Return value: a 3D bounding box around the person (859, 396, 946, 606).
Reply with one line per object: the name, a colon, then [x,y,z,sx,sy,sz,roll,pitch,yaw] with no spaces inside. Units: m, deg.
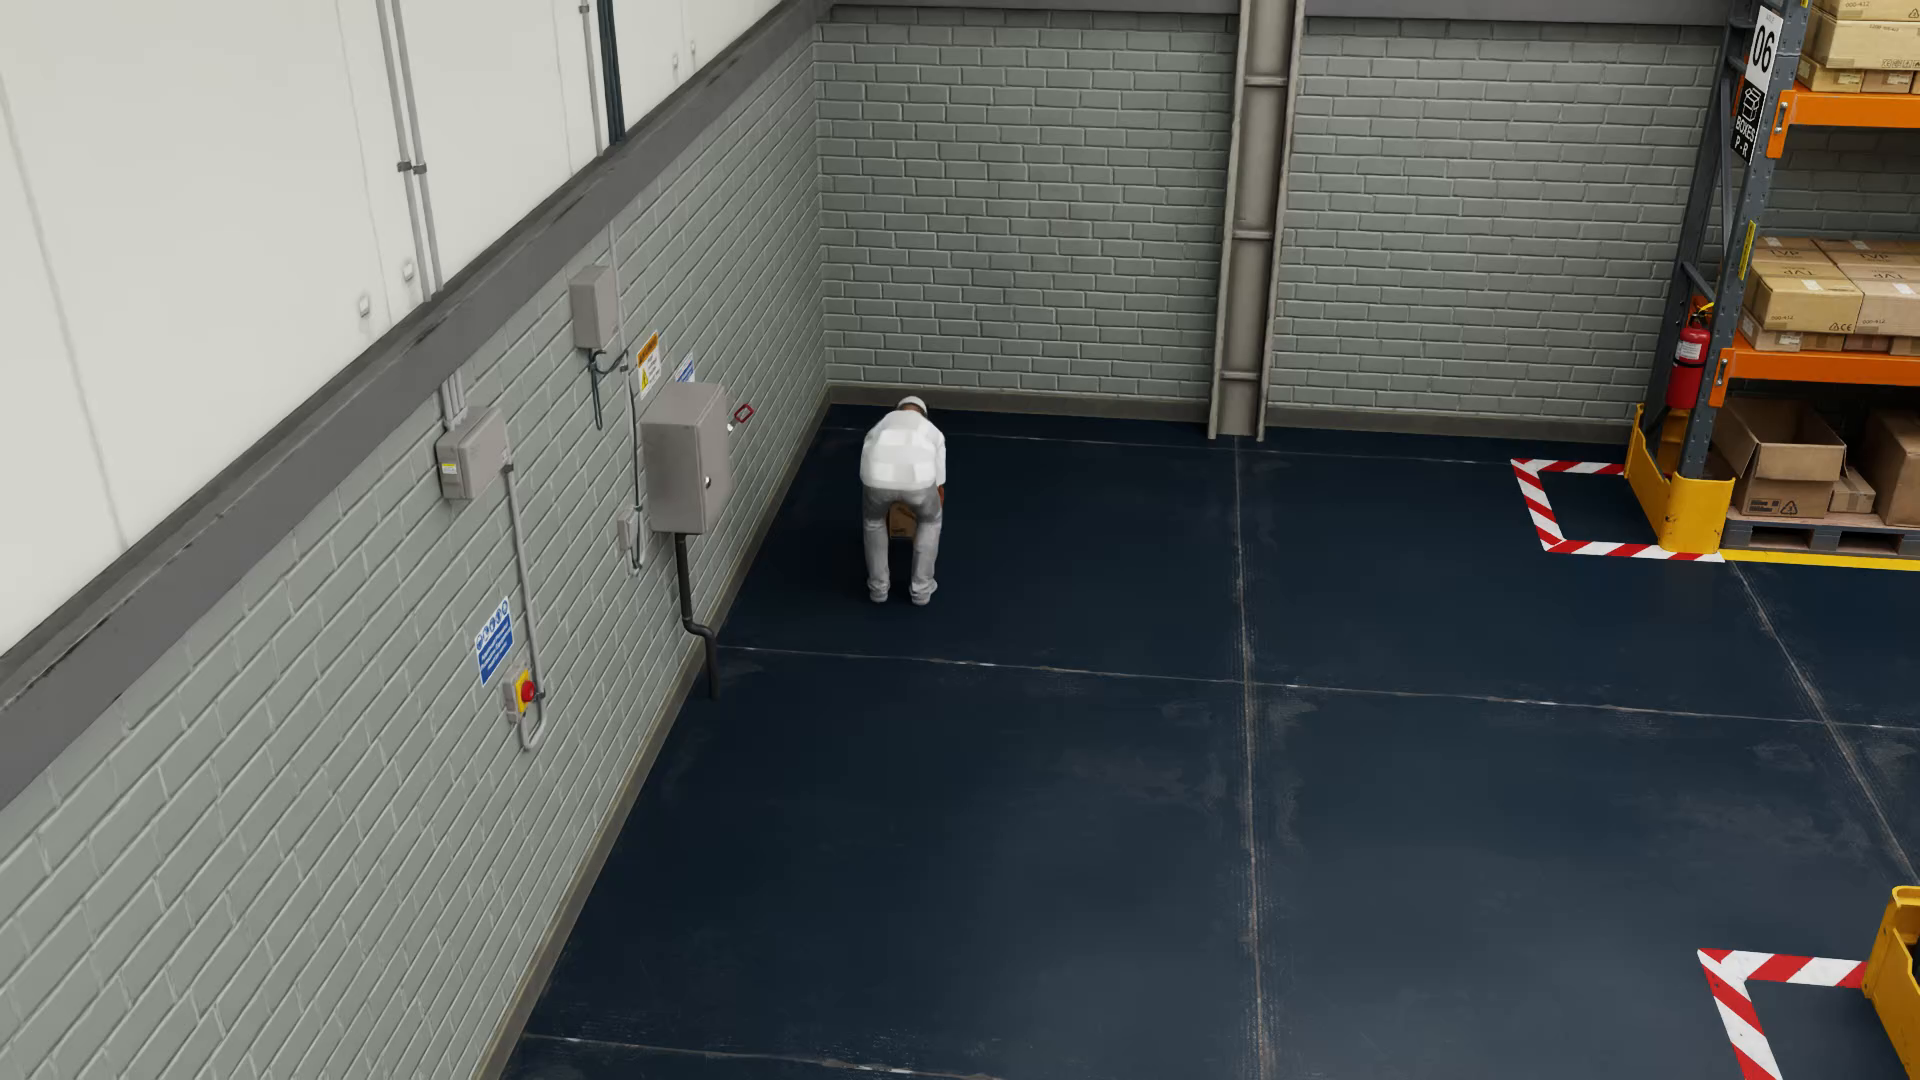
person: [-0.331,-0.256,9.811,0.482,1.065,0.982,2,28,4]
